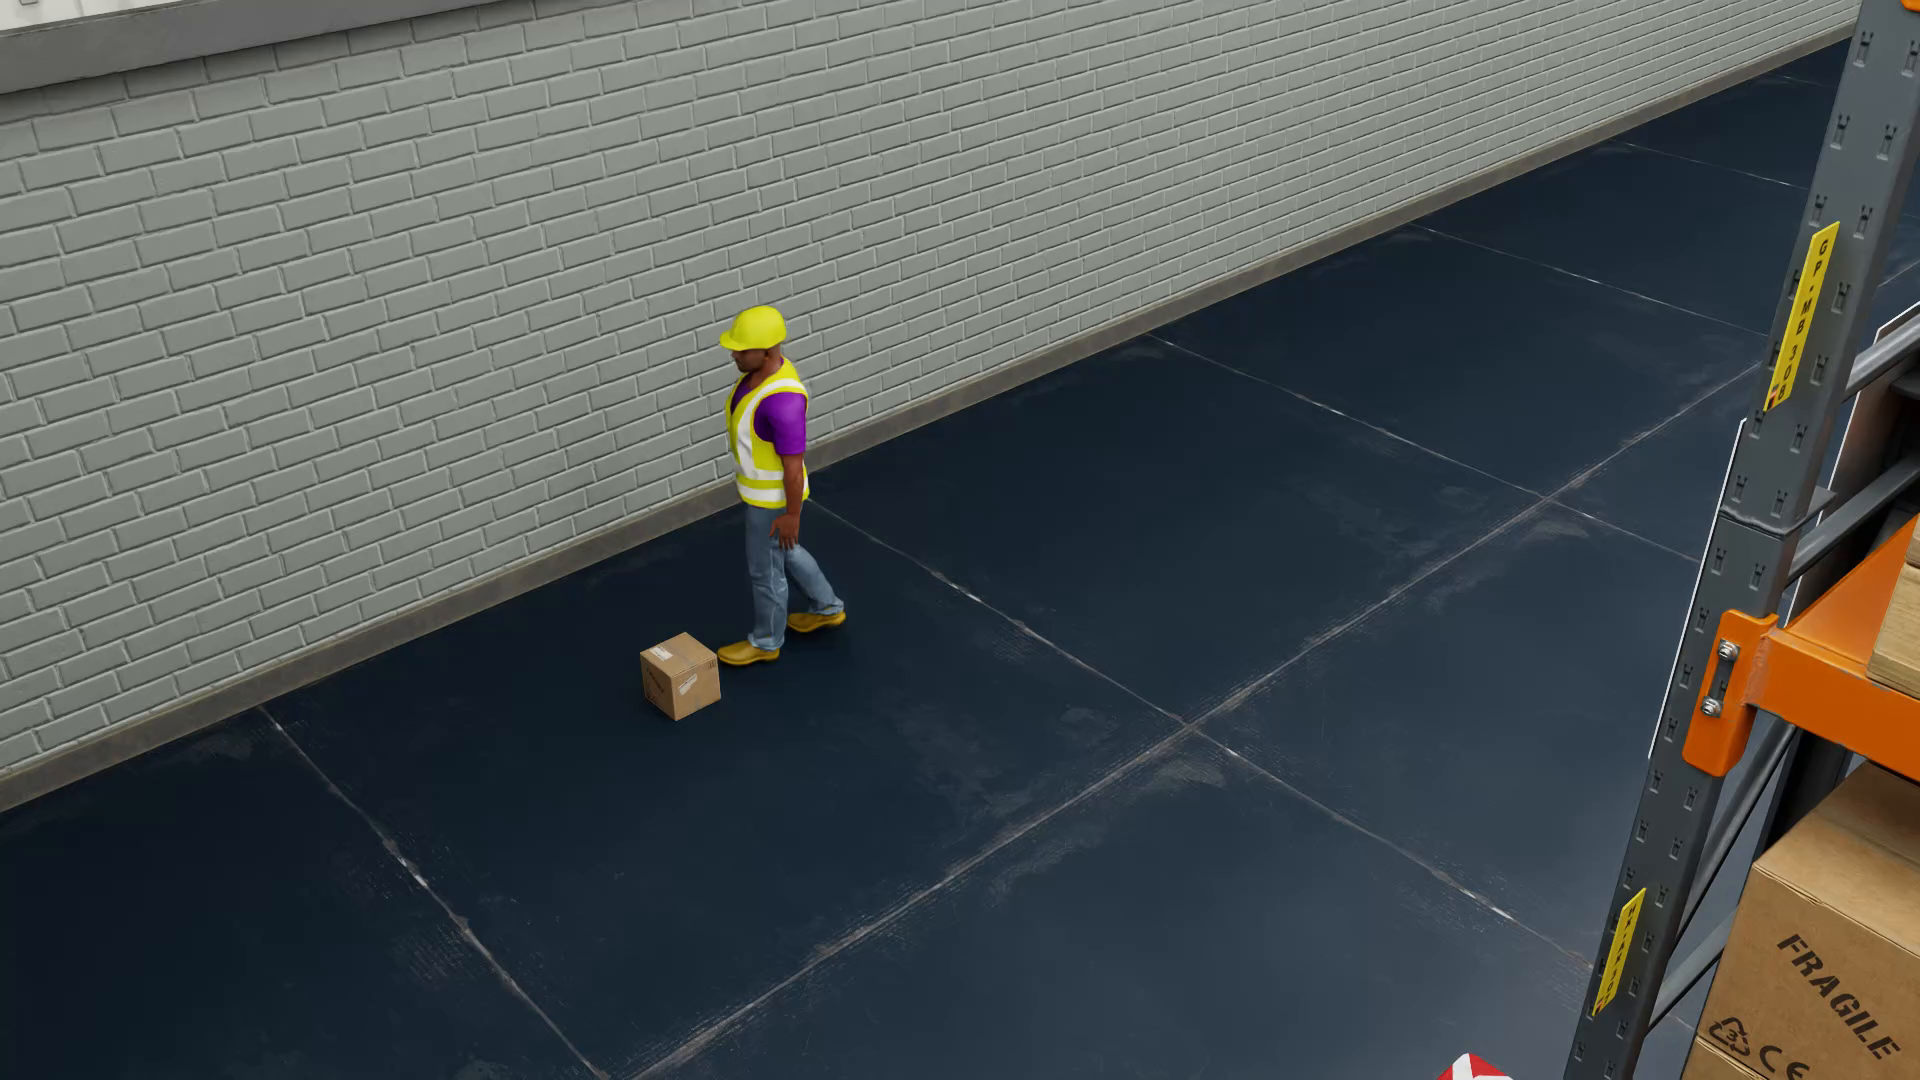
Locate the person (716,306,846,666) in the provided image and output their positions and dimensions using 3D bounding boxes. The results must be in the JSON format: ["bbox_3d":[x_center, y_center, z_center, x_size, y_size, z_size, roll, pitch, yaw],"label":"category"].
[{"bbox_3d":[-0.845,-0.229,7.471,0.653,1.775,0.588,-8,32,-13],"label":"person"}]
